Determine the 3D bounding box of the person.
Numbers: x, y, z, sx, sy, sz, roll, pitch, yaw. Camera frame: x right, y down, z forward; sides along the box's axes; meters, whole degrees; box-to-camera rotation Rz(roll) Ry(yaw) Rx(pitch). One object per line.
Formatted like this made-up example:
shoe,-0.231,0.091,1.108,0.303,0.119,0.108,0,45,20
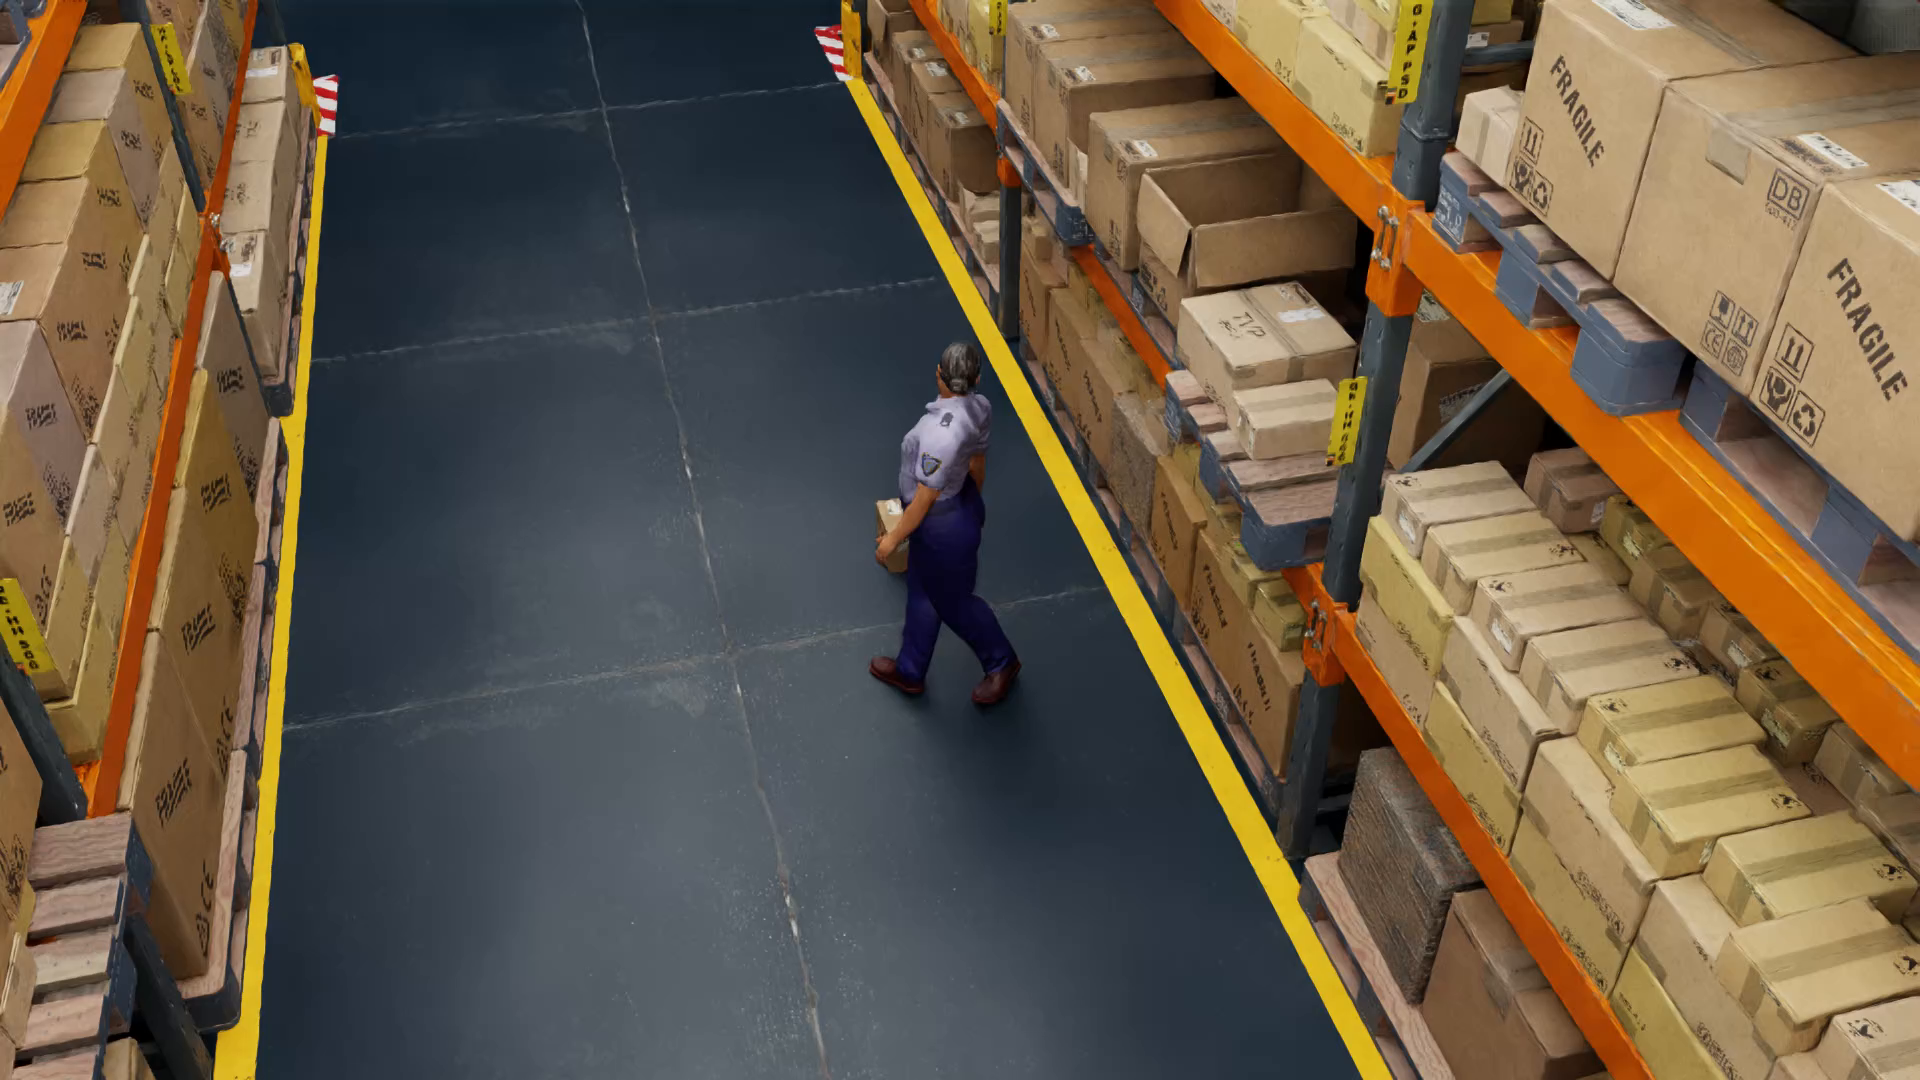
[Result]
person,-0.063,-0.057,6.842,0.669,1.604,0.528,4,39,5
